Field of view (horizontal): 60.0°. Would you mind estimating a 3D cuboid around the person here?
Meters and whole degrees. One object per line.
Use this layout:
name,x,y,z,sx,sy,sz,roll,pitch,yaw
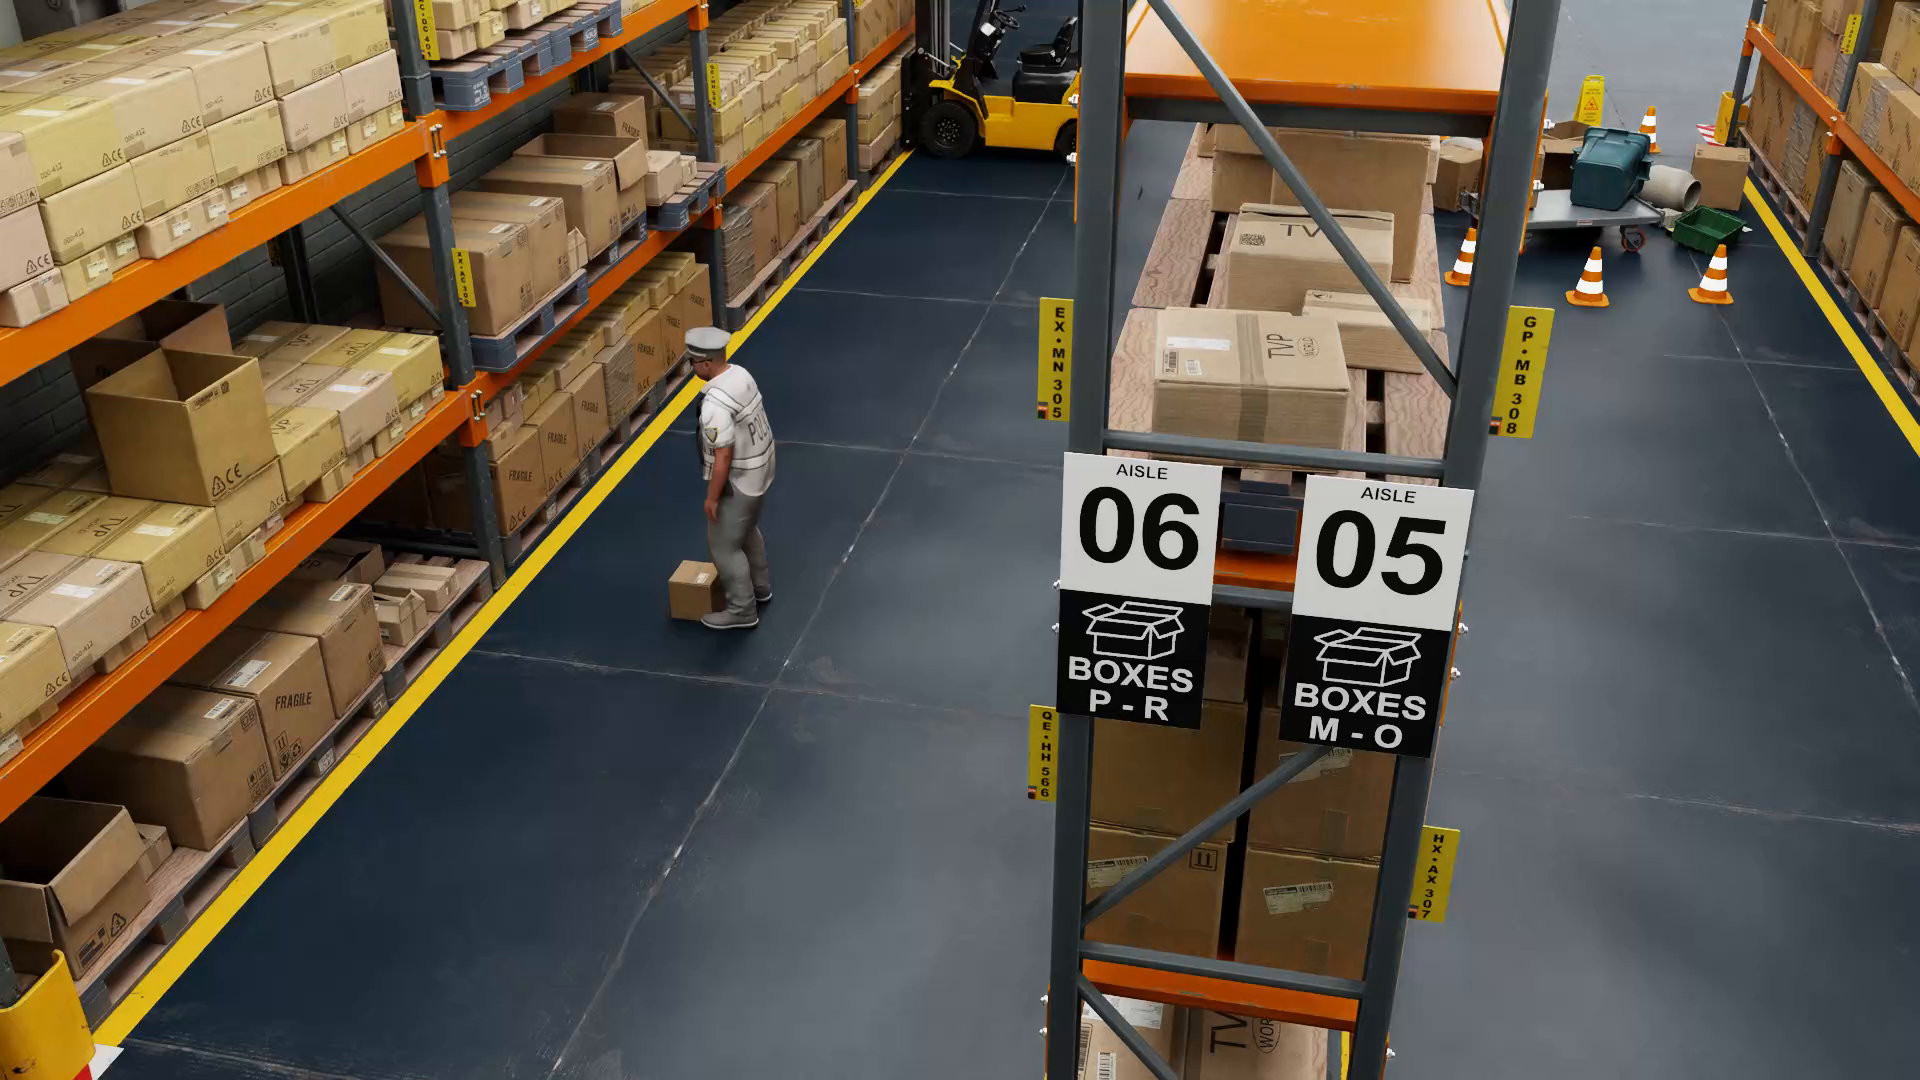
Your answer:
person,-1.252,-0.337,9.231,0.434,1.748,0.588,6,29,10
